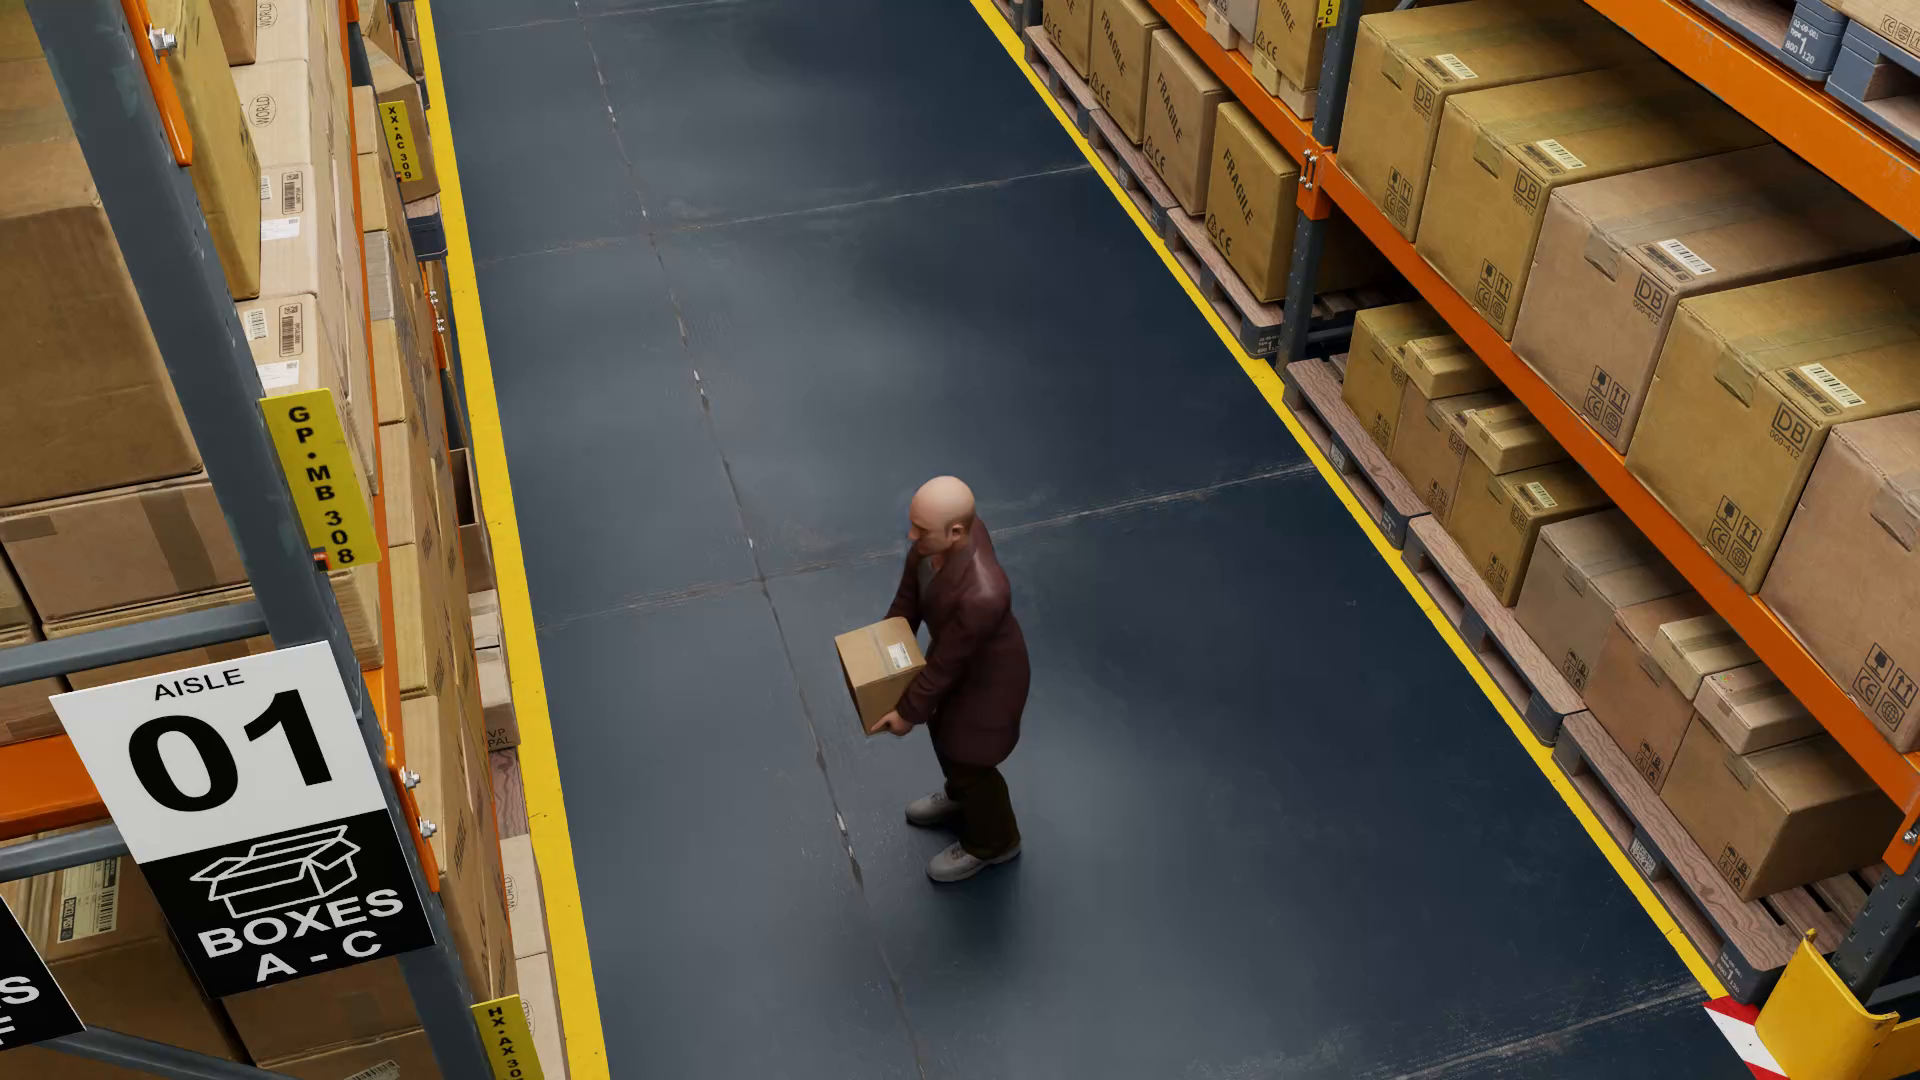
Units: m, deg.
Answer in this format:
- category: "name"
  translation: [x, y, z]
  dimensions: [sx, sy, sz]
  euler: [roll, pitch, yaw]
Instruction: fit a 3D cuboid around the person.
- category: "person"
  translation: [-0.058, 0.472, 5.654]
  dimensions: [0.584, 1.767, 0.533]
  euler: [-13, 43, -14]
